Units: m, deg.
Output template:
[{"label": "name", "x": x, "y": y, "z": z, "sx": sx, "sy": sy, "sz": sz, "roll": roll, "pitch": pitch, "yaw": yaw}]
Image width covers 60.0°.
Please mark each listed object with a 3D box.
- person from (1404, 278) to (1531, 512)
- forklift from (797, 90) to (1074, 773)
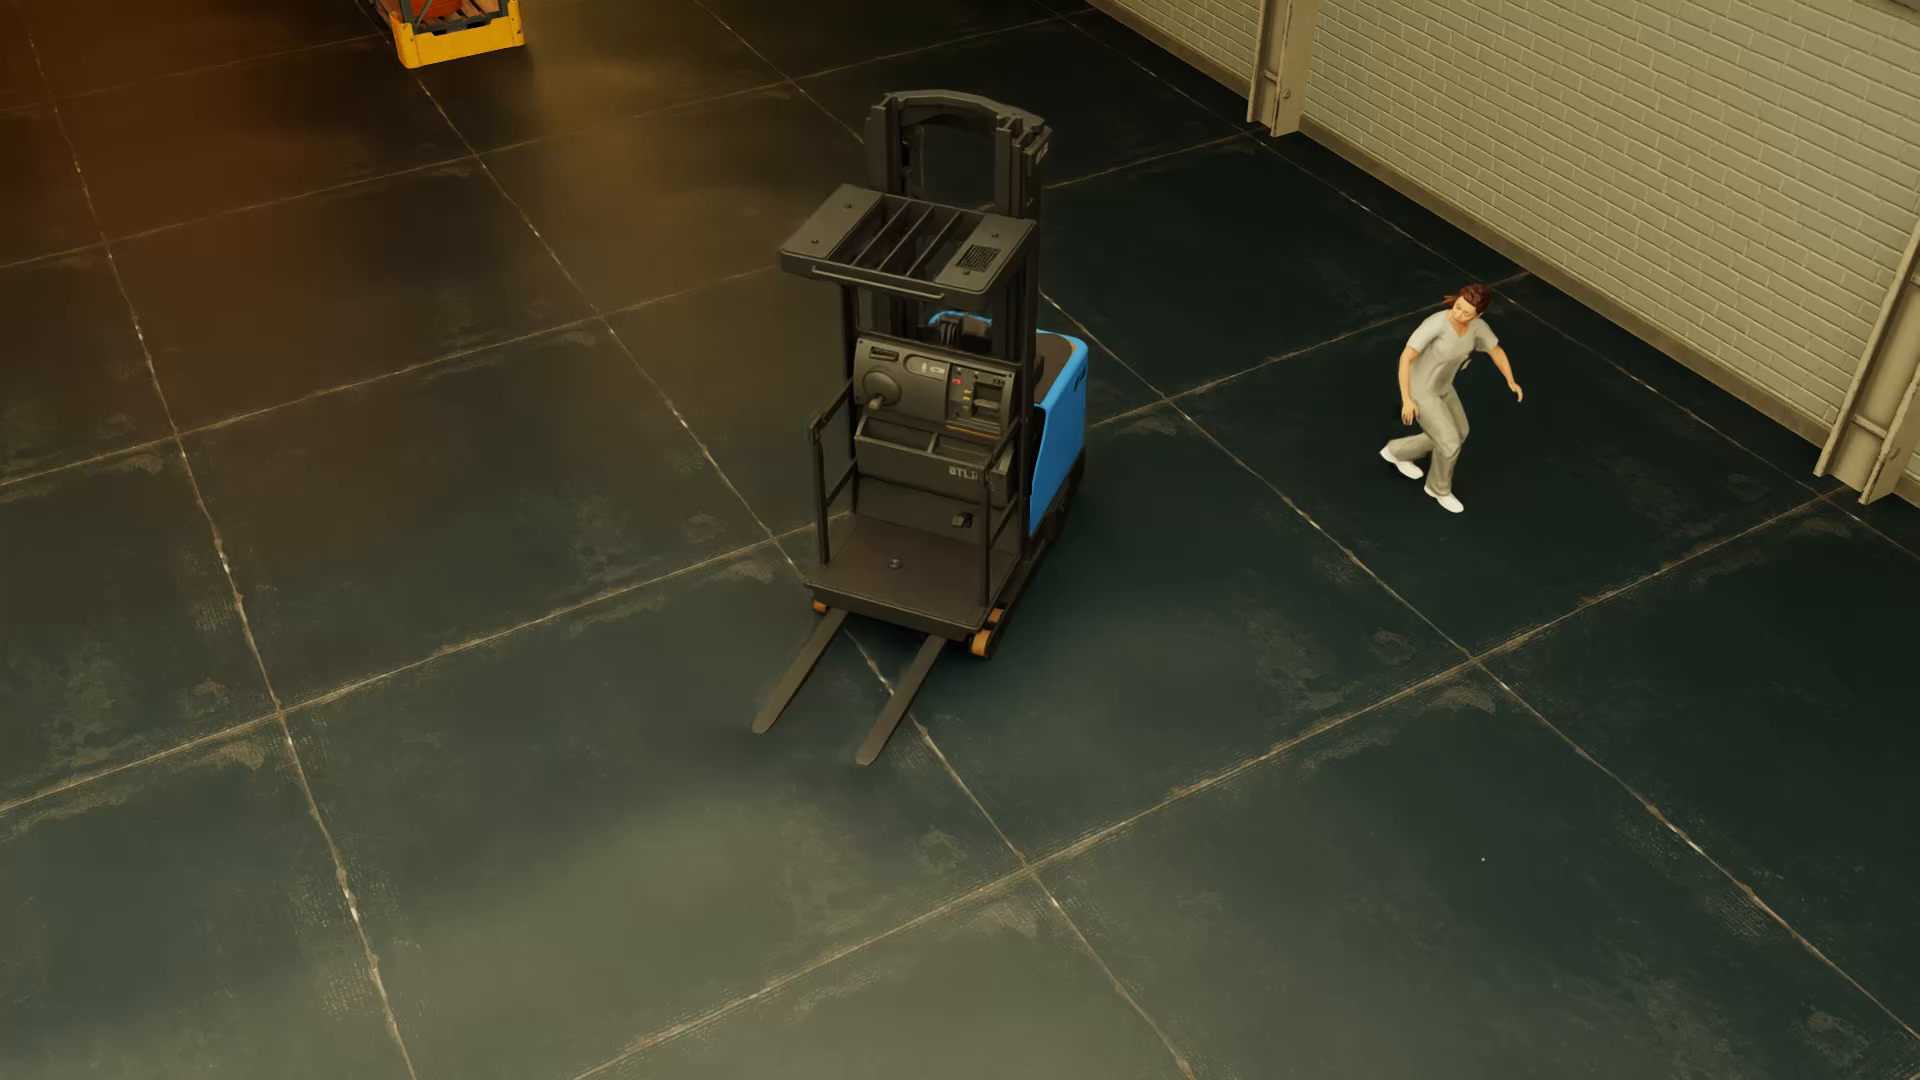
[{"label": "person", "x": 3.060, "y": -0.877, "z": 10.160, "sx": 0.718, "sy": 1.570, "sz": 0.698, "roll": -25, "pitch": 46, "yaw": -27}, {"label": "forklift", "x": -0.147, "y": -0.749, "z": 8.939, "sx": 1.130, "sy": 2.935, "sz": 3.031, "roll": 9, "pitch": 41, "yaw": 11}]
